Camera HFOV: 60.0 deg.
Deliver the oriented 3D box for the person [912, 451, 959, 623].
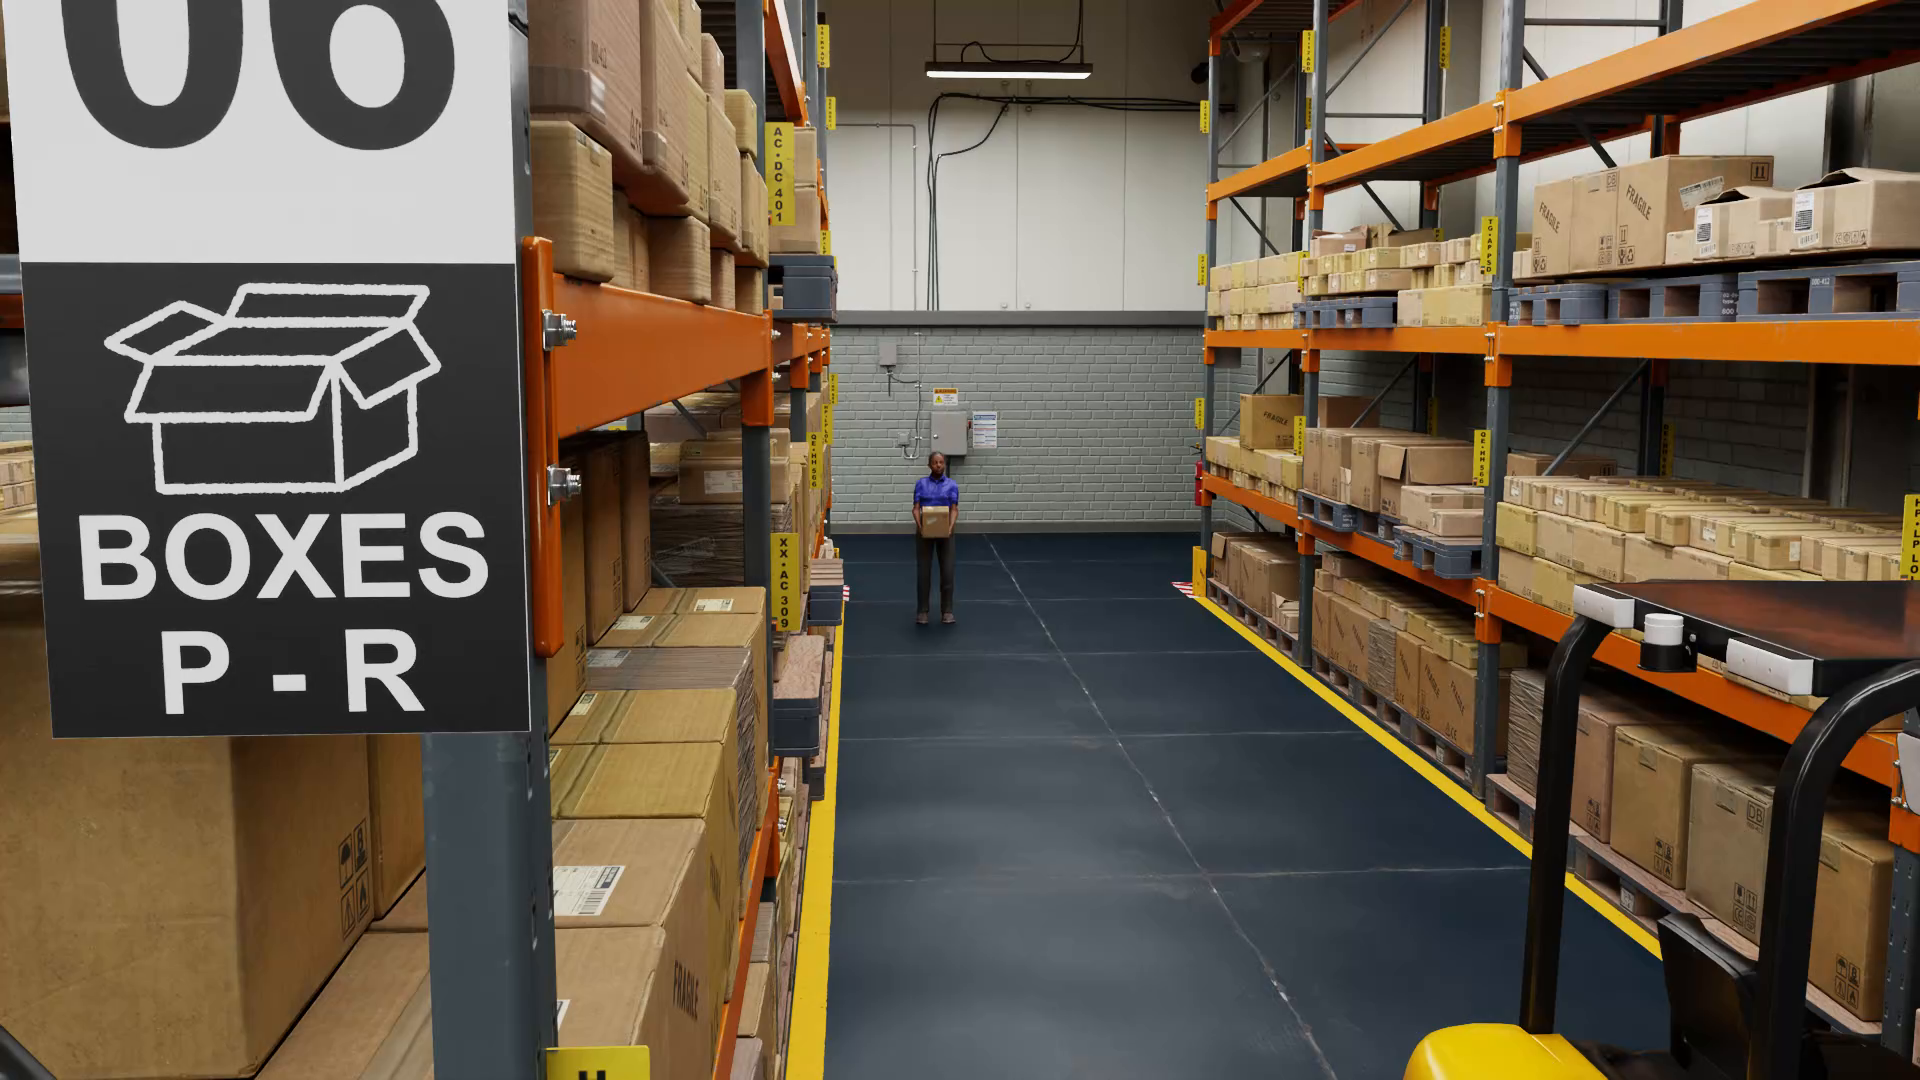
[{"bbox_3d":[-0.233,-0.019,15.967,0.450,1.646,0.517,0,7,-2],"label":"person"}]
